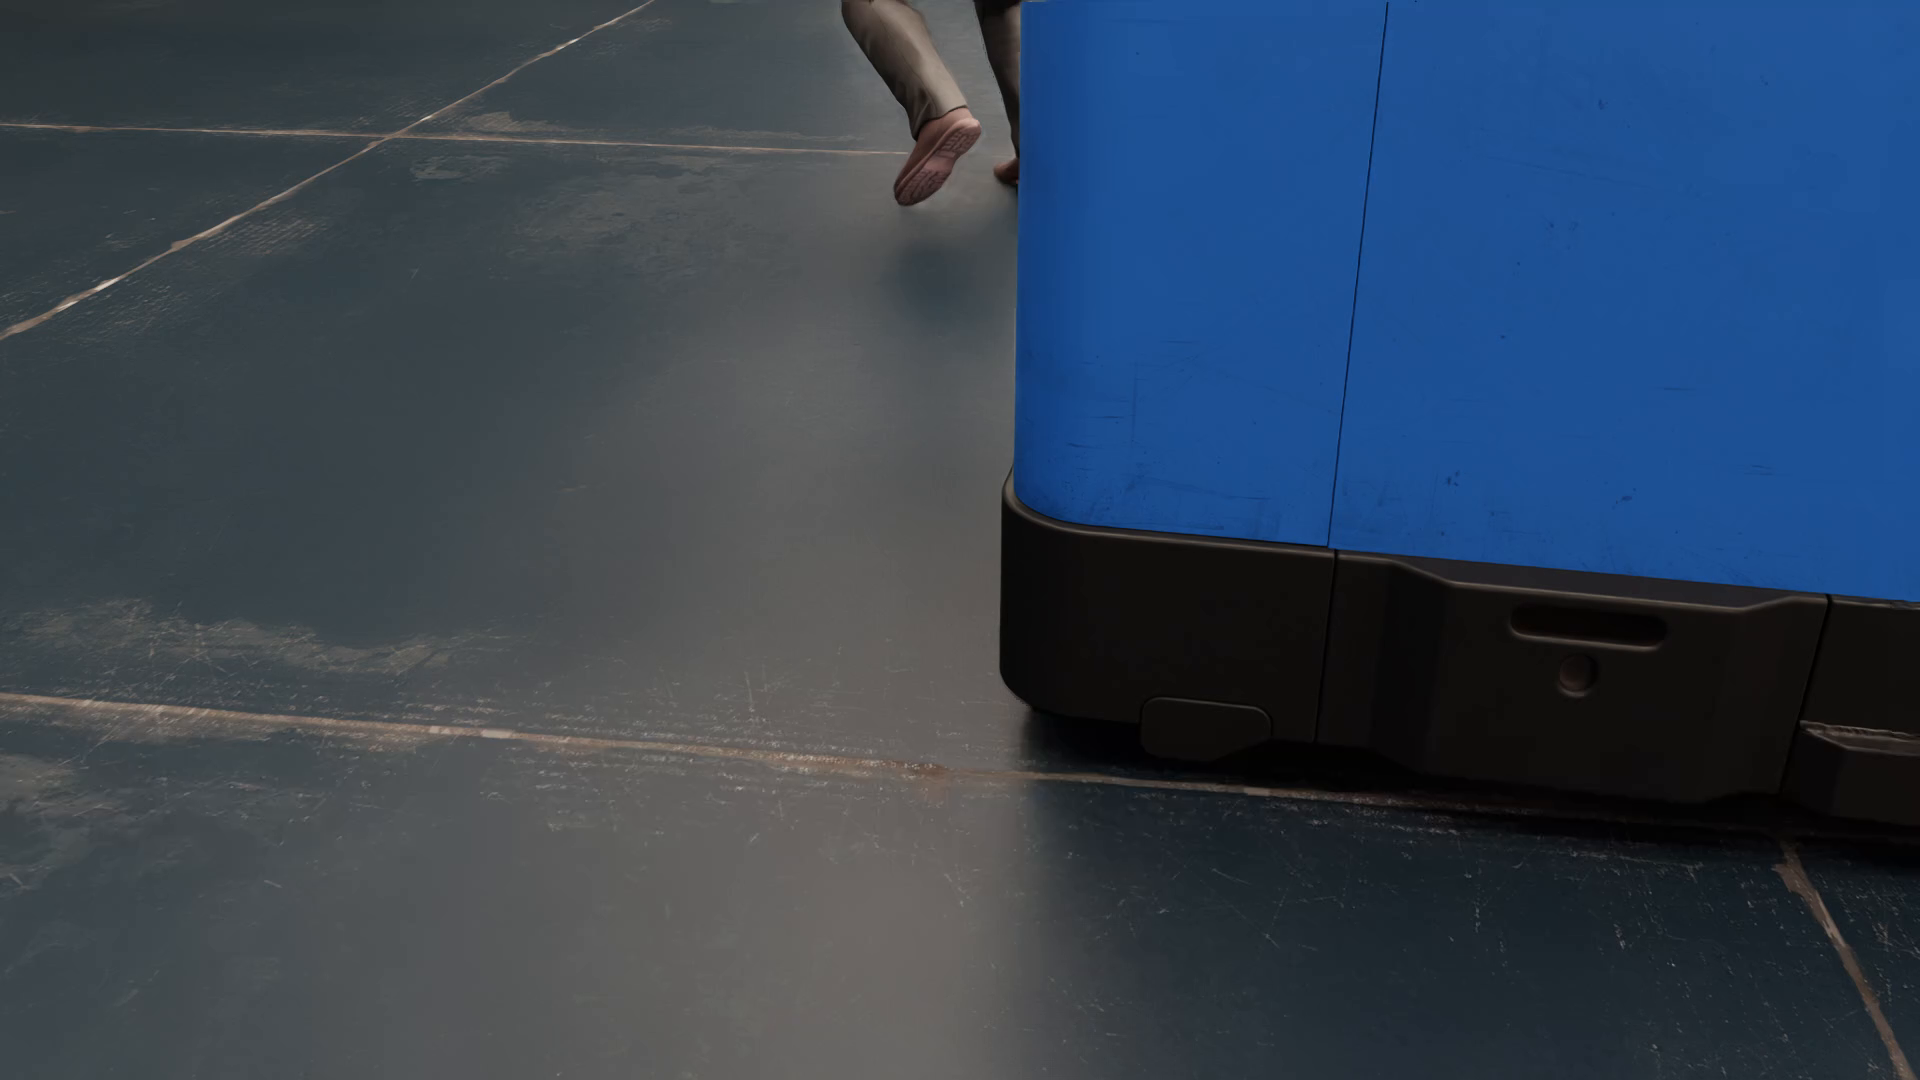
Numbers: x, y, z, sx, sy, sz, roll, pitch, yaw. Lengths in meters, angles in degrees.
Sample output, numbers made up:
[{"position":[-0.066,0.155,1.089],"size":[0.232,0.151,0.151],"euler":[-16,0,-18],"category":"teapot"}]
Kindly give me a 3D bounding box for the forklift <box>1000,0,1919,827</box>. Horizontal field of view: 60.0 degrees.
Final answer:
[{"position":[1.619,-1.141,1.504],"size":[3.031,2.935,1.130],"euler":[5,27,11],"category":"forklift"}]

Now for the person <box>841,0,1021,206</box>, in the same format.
[{"position":[0.045,-1.556,3.925],"size":[0.509,1.553,0.799],"euler":[22,34,37],"category":"person"}]
